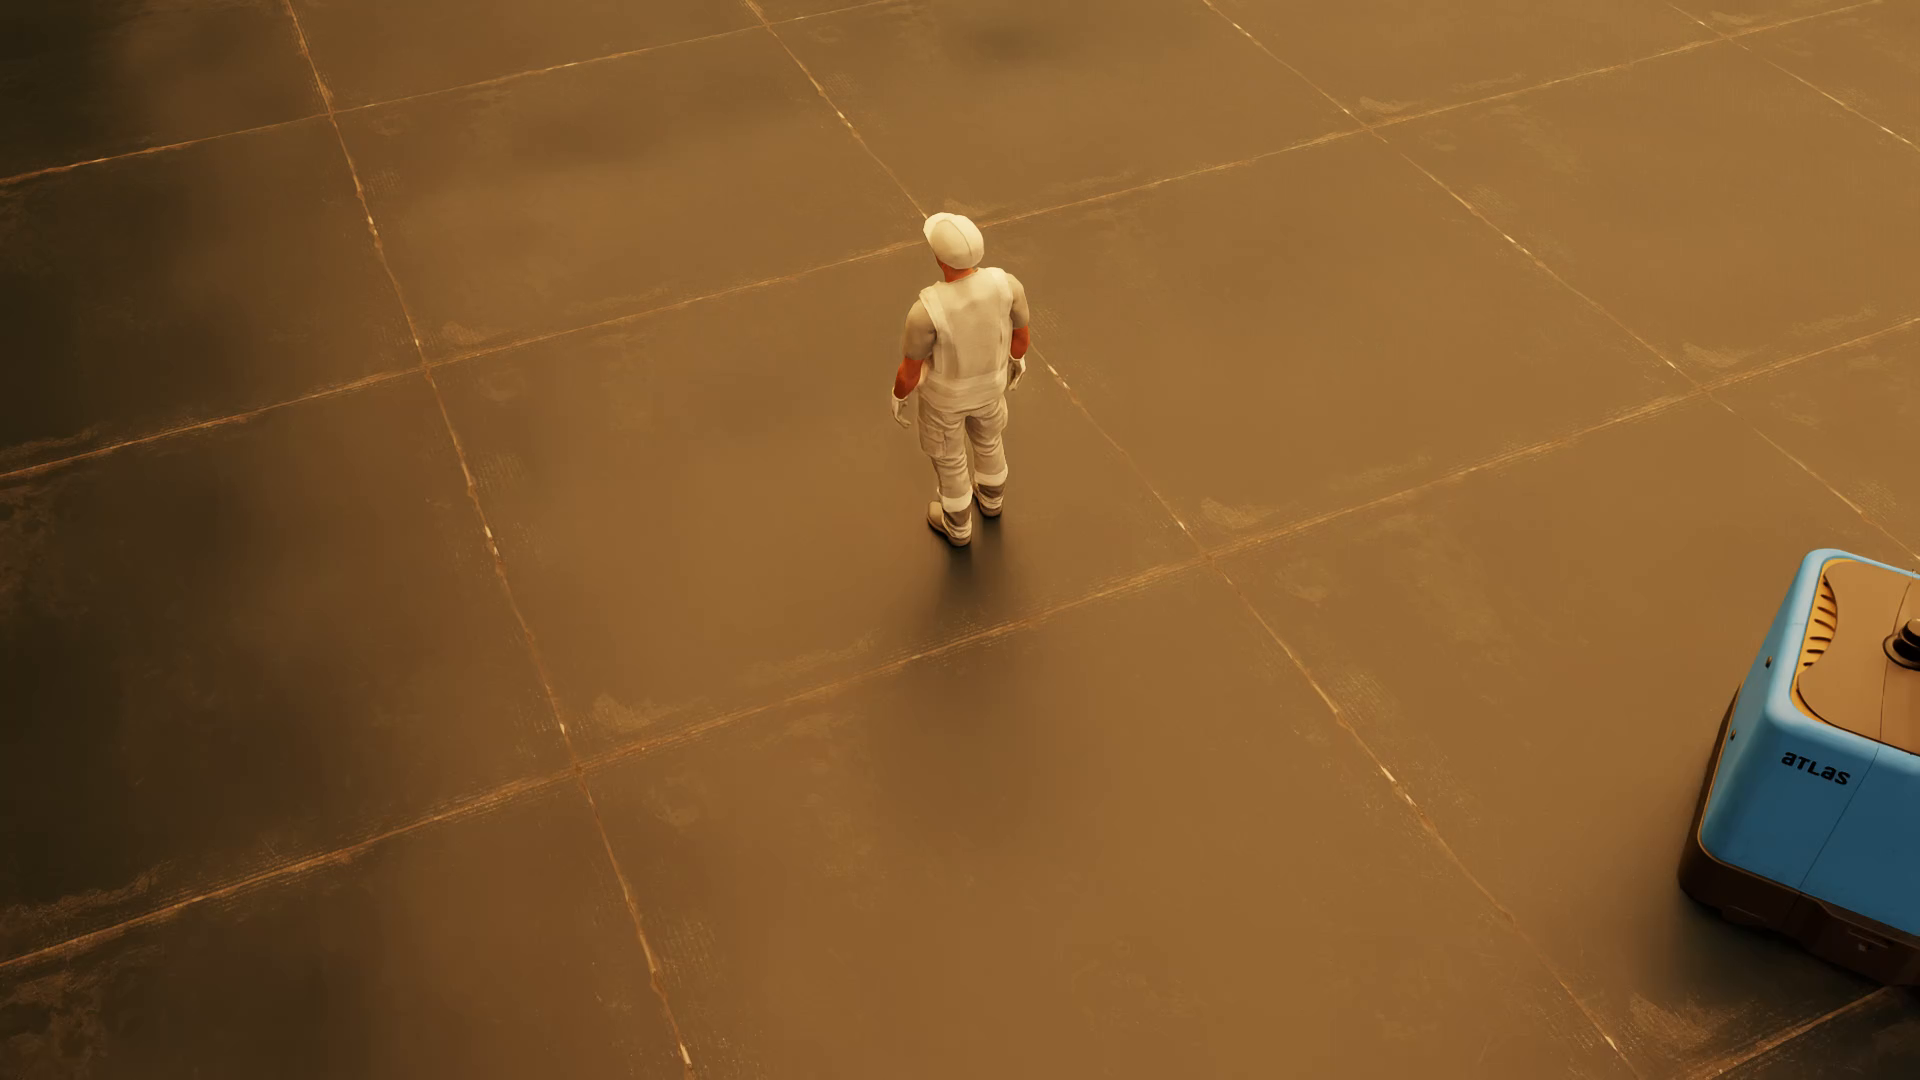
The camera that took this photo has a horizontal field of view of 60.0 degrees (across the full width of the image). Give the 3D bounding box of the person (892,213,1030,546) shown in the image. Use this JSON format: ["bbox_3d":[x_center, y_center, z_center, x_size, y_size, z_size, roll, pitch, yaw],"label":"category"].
[{"bbox_3d":[-0.023,-0.713,7.270,0.637,1.790,0.562,-18,46,-18],"label":"person"}]

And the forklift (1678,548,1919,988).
[{"bbox_3d":[4.279,0.498,5.146,3.031,2.935,1.130,21,47,21],"label":"forklift"}]
